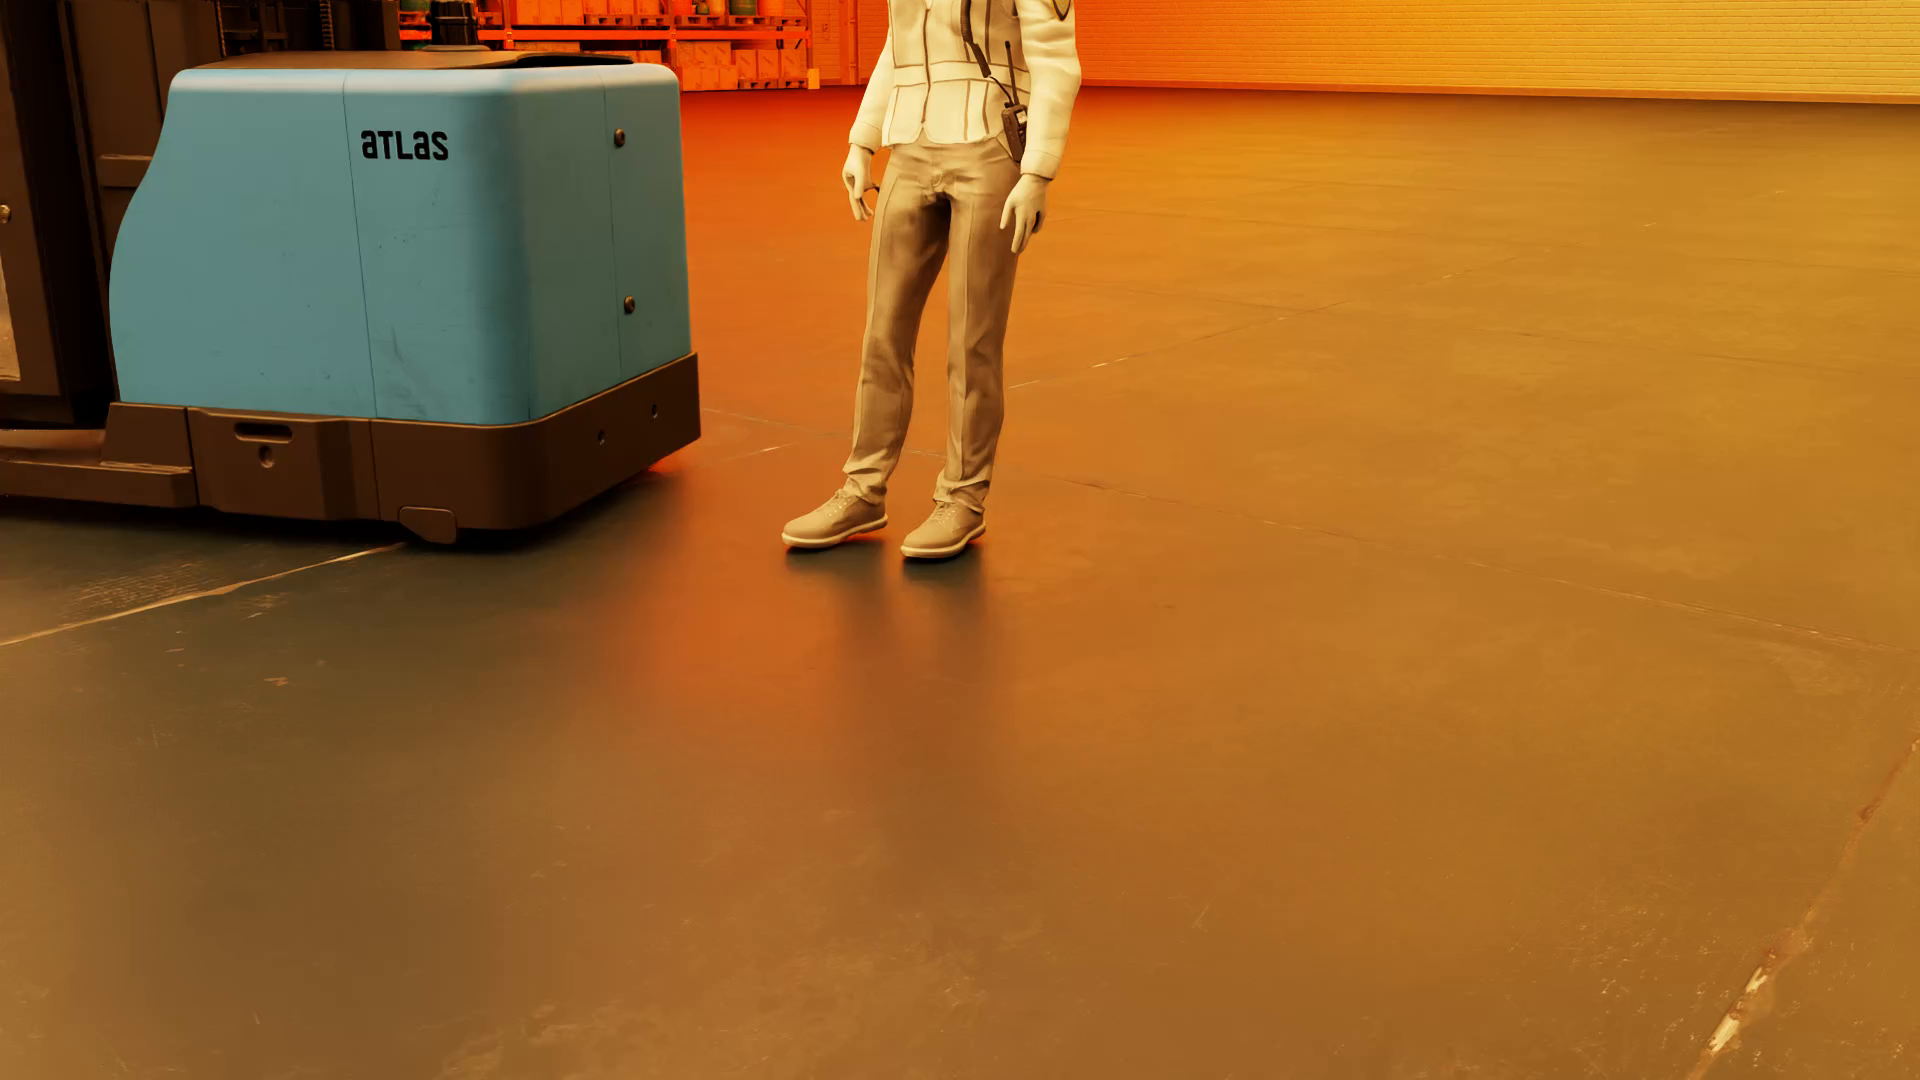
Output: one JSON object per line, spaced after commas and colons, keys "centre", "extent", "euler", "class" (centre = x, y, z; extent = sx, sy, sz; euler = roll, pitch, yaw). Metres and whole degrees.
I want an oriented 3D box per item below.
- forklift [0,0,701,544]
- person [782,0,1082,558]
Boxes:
{"centre": [-2.298, -1.609, 4.197], "extent": [3.031, 2.935, 1.130], "euler": [4, 17, 14], "class": "forklift"}
{"centre": [-0.048, -0.803, 3.647], "extent": [0.588, 1.695, 0.531], "euler": [13, 21, 37], "class": "person"}
